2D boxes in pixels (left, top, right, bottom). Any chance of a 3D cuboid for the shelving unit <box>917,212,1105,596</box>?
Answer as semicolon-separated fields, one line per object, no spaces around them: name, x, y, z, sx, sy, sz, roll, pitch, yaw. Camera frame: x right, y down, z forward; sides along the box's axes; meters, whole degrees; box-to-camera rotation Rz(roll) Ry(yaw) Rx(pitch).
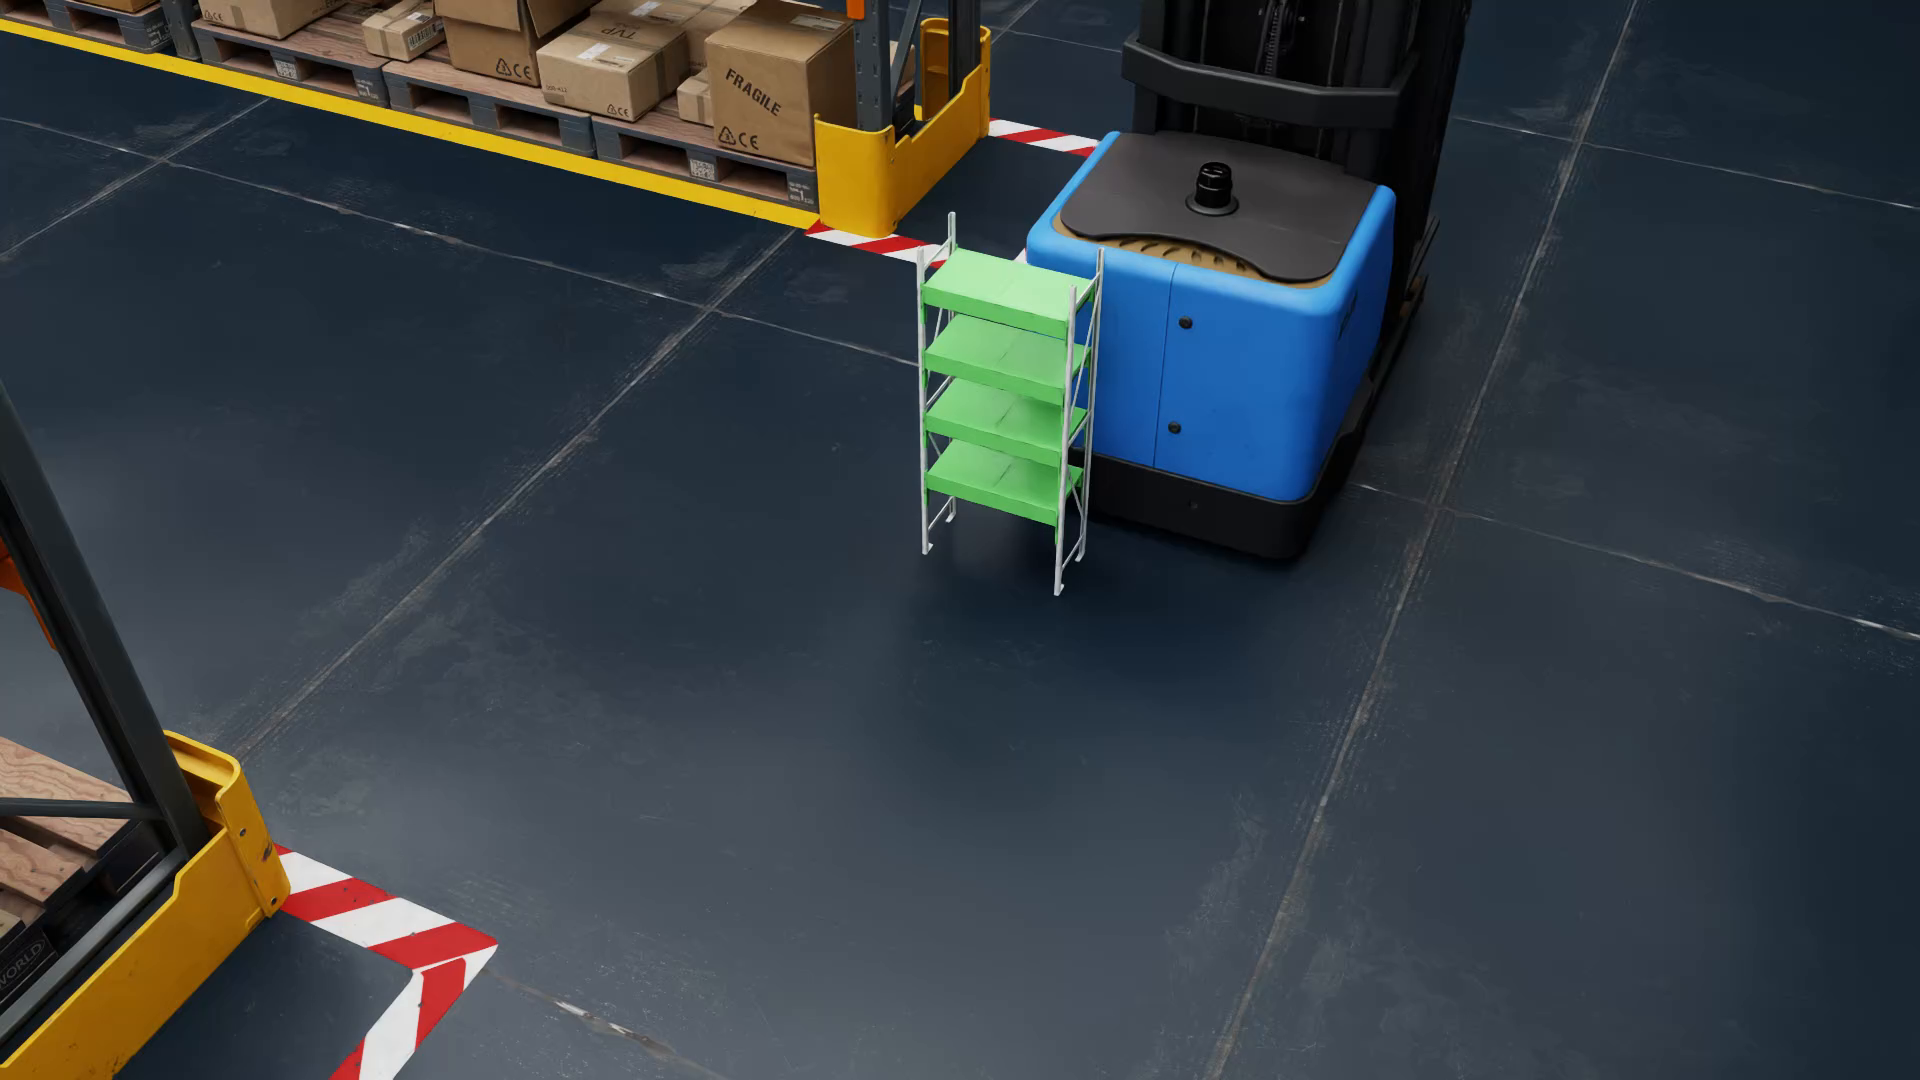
shelving unit;0.150;-0.408;5.304;0.503;1.200;0.258;17;44;19

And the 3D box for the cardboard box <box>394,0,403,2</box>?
cardboard box;-2.794;-2.949;8.703;0.250;0.149;0.380;17;44;19

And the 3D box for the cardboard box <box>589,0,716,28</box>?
cardboard box;-1.450;-2.533;8.146;0.500;0.250;0.500;17;44;19

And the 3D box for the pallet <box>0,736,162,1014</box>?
pallet;-2.999;0.931;4.515;1.213;0.211;1.003;17;44;19

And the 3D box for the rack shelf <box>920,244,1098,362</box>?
rack shelf;0.150;-0.722;5.032;0.480;0.148;0.258;17;44;19

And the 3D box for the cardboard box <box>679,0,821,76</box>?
cardboard box;-0.996;-2.395;7.986;0.500;0.250;0.500;17;44;19

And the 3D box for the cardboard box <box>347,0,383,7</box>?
cardboard box;-3.159;-3.150;8.667;0.500;0.500;0.500;17;44;19

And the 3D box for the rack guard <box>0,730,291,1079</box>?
rack guard;-2.241;1.072;4.131;0.348;0.500;1.175;17;44;19

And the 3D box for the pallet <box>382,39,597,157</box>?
pallet;-2.064;-2.336;8.285;1.213;0.211;1.003;17;44;19

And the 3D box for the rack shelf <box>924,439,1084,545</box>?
rack shelf;0.150;-0.178;5.503;0.480;0.148;0.258;17;44;19

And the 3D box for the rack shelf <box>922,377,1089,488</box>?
rack shelf;0.150;-0.359;5.346;0.480;0.148;0.258;17;44;19

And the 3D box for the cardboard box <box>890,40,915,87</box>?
cardboard box;-0.405;-2.219;7.861;0.250;0.149;0.380;17;44;19

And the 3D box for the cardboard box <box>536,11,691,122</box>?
cardboard box;-1.616;-2.223;7.788;0.500;0.250;0.500;17;44;19

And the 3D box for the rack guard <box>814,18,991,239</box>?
rack guard;-0.239;-1.887;7.545;0.348;0.500;1.175;17;44;19

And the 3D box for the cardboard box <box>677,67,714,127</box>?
cardboard box;-1.096;-2.076;7.682;0.250;0.166;0.380;17;44;19

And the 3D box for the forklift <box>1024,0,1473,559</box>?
forklift;1.257;-2.012;5.833;1.130;2.935;3.031;16;43;18

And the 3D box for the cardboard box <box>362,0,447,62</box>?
cardboard box;-2.718;-2.535;8.212;0.250;0.166;0.380;17;44;19

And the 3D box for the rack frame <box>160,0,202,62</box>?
rack frame;-3.795;-3.918;7.980;0.127;3.000;1.000;17;44;19

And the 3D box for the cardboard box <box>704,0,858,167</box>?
cardboard box;-0.767;-2.036;7.382;0.500;0.500;0.500;17;44;19

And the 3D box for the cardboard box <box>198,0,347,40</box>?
cardboard box;-3.506;-2.824;8.434;0.500;0.311;0.500;17;44;19

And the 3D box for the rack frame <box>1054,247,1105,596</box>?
rack frame;0.371;-0.340;5.226;0.015;1.200;0.240;17;44;19

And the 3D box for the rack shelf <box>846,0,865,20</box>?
rack shelf;-1.983;-3.092;7.577;4.000;0.370;1.077;17;44;19

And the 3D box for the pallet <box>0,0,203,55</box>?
pallet;-4.549;-3.067;9.127;1.213;0.211;1.003;17;44;19

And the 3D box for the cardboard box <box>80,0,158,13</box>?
cardboard box;-4.364;-3.106;8.616;0.500;0.500;0.500;17;44;18

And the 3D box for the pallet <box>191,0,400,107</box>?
pallet;-3.173;-2.673;8.673;1.213;0.211;1.003;17;44;19

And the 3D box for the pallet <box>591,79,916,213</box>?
pallet;-0.962;-1.998;7.894;1.213;0.211;1.003;17;44;19

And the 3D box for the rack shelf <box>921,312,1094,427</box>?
rack shelf;0.150;-0.541;5.189;0.480;0.148;0.258;17;44;19

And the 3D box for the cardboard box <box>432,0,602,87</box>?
cardboard box;-2.091;-2.624;8.057;0.637;0.503;0.797;17;44;19

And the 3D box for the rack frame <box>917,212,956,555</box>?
rack frame;-0.071;-0.475;5.382;0.015;1.200;0.240;17;44;19

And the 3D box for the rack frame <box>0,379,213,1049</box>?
rack frame;-2.268;0.129;3.311;0.127;3.000;1.000;17;44;19

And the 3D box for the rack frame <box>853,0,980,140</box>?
rack frame;-0.171;-2.810;6.702;0.127;3.000;1.000;17;44;19

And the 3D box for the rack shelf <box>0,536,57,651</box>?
rack shelf;-4.081;-0.153;4.186;4.000;0.370;1.077;17;44;19
